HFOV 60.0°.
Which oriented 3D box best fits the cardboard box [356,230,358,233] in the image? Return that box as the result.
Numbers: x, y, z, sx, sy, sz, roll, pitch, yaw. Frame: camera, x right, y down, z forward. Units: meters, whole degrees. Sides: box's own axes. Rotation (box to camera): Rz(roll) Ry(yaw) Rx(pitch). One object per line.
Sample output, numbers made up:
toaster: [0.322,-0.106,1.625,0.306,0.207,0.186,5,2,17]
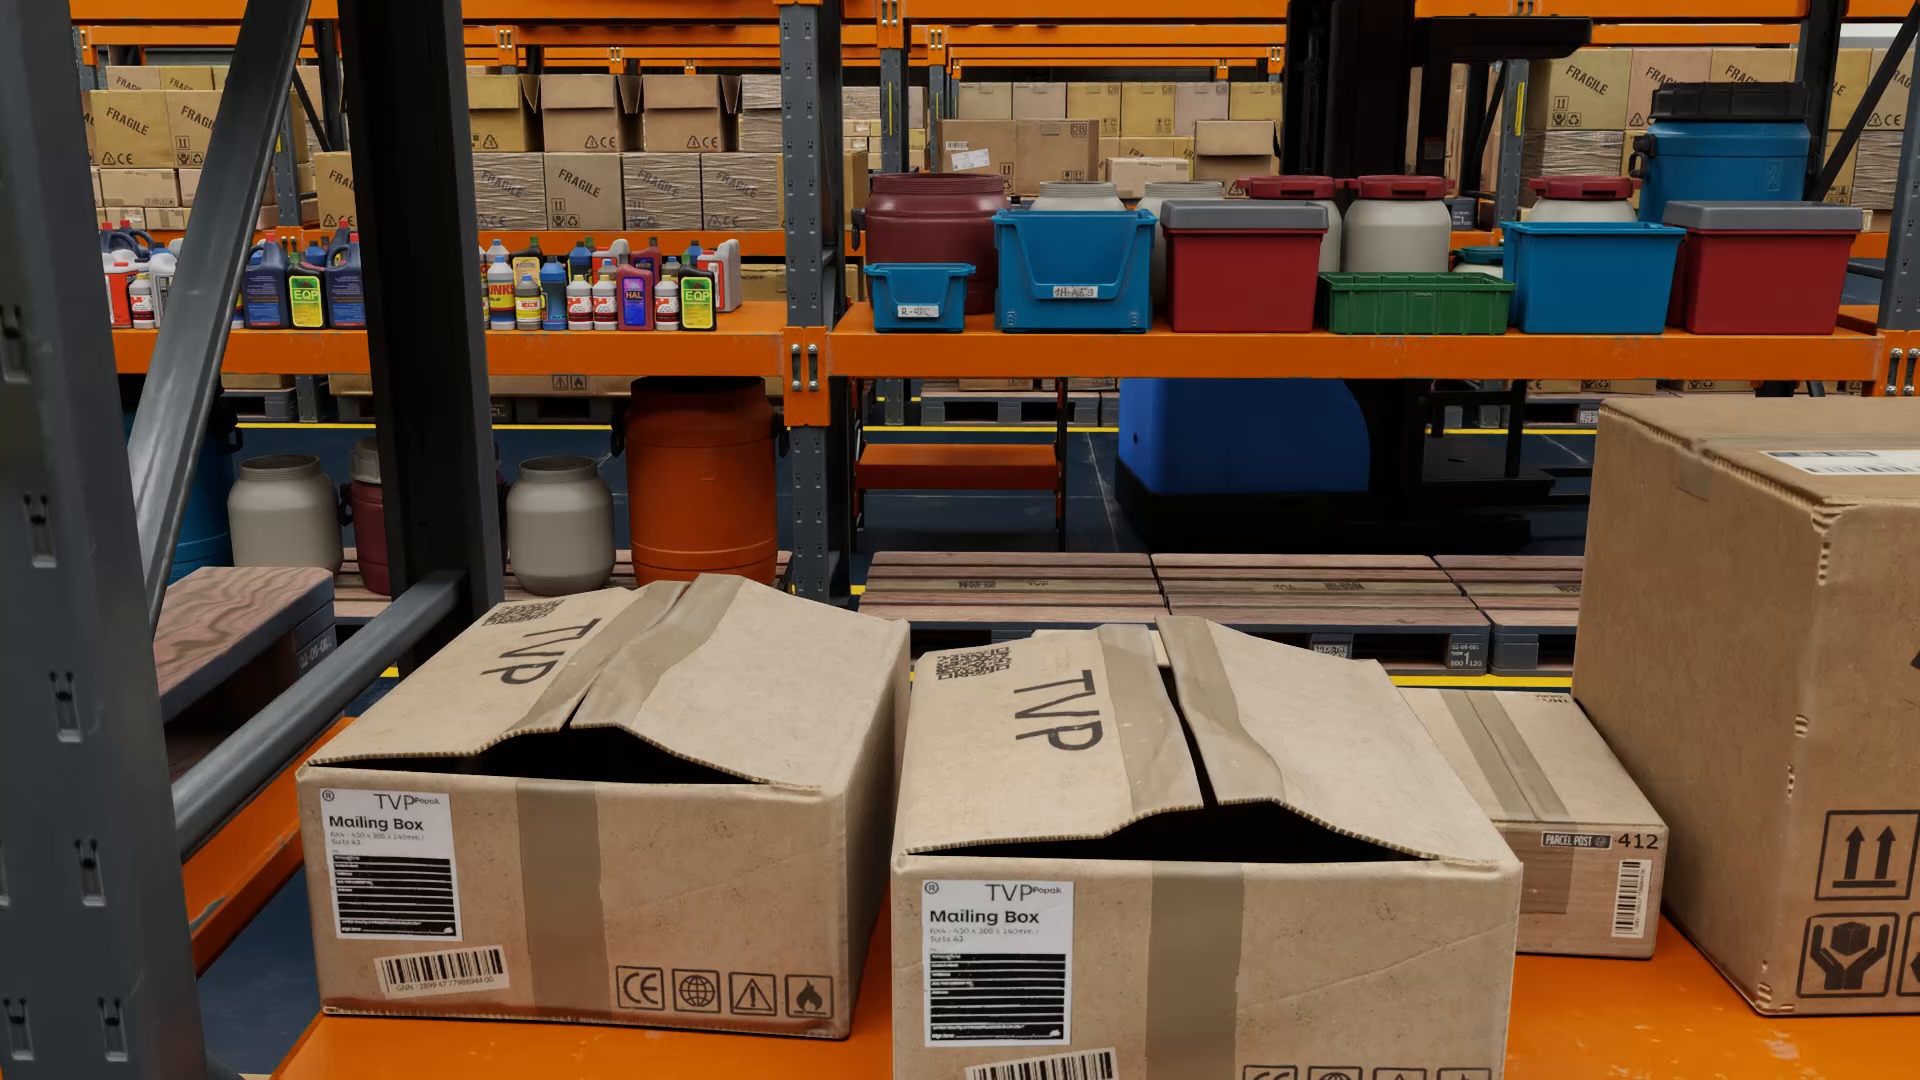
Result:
cardboard box: [-2.400,-1.114,6.780,0.187,0.351,0.147,0,15,1]

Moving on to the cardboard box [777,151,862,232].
cardboard box: [-0.934,-2.333,11.107,0.500,0.500,0.500,1,15,3]

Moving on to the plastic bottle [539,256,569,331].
plastic bottle: [-1.516,-0.921,6.204,0.097,0.271,0.097,0,15,0]

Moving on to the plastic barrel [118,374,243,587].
plastic barrel: [-3.308,-0.284,6.825,0.708,0.901,0.600,0,15,1]

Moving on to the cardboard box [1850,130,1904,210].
cardboard box: [6.012,-2.482,11.089,0.500,0.500,0.875,0,15,1]

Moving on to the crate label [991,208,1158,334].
crate label: [0.426,-1.023,6.269,0.616,0.435,0.502,0,15,1]

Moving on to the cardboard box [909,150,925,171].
cardboard box: [-0.693,-4.736,20.706,0.500,0.250,0.500,0,15,-1]

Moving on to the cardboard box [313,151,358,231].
cardboard box: [-3.979,-2.352,11.180,0.500,0.500,0.500,0,15,2]

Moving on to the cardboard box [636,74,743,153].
cardboard box: [-1.816,-2.892,11.259,0.637,0.503,0.797,1,15,3]

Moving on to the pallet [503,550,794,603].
pallet: [-1.350,0.272,6.894,1.213,0.211,1.003,0,15,1]

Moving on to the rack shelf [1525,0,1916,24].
rack shelf: [3.676,-3.801,13.454,7.905,0.909,6.103,0,15,1]

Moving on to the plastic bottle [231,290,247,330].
plastic bottle: [-2.736,-0.929,6.234,0.097,0.271,0.097,0,15,0]

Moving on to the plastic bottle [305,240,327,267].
plastic bottle: [-2.673,-1.107,6.908,0.097,0.271,0.097,0,15,0]

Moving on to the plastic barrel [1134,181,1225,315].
plastic barrel: [0.894,-1.181,6.716,0.421,0.512,0.421,0,15,0]

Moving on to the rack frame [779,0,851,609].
rack frame: [-0.561,-1.082,6.559,0.127,3.000,1.000,0,15,1]

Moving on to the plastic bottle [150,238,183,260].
plastic bottle: [-3.288,-1.122,6.955,0.135,0.276,0.152,0,15,1]

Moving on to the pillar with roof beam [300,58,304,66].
pillar with roof beam: [-10.838,-8.240,21.933,0.400,9.000,9.100,0,15,1]

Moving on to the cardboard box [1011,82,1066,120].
cardboard box: [0.748,-4.132,15.966,0.500,0.500,0.700,0,15,1]

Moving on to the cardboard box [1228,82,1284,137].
cardboard box: [2.781,-4.119,15.917,0.500,0.500,0.700,0,15,0]

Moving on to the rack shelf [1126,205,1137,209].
rack shelf: [1.793,-3.248,16.181,4.000,0.370,1.077,0,15,1]

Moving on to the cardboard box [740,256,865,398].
cardboard box: [-1.124,-1.530,11.601,0.875,0.875,1.225,0,15,-1]

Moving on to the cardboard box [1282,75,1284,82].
cardboard box: [4.252,-5.463,20.428,0.500,0.500,0.700,0,15,1]

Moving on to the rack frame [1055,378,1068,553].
rack frame: [0.501,-0.541,8.184,0.032,1.125,0.500,0,15,1]

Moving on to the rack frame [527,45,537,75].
rack frame: [-4.205,-3.634,16.234,0.053,2.616,0.949,0,15,1]

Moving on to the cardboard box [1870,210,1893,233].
cardboard box: [6.023,-2.124,11.004,0.250,0.149,0.380,0,15,1]

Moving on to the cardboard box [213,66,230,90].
cardboard box: [-6.738,-4.255,15.849,0.500,0.500,0.500,0,15,0]

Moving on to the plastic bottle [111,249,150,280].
plastic bottle: [-3.177,-0.980,6.418,0.135,0.276,0.152,0,15,1]

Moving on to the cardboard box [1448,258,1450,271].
cardboard box: [4.419,-2.737,16.174,0.875,0.875,0.875,1,15,2]

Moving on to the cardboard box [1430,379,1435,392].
cardboard box: [2.951,-1.332,11.547,0.500,0.500,0.700,-1,15,-3]

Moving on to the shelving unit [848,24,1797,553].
shelving unit: [6.365,-5.304,16.685,13.307,6.000,19.663,0,15,1]

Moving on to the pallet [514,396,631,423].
pallet: [-2.437,-1.029,11.828,1.213,0.211,1.003,0,15,1]

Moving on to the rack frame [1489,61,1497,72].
rack frame: [7.939,-6.086,25.526,0.127,3.000,1.000,0,15,1]

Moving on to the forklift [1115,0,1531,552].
forklift: [20.456,0.445,1.080,37.697,2.843,19.219,-1,15,-5]

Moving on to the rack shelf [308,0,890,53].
rack shelf: [-2.434,-3.460,11.105,4.000,0.370,1.077,0,15,1]

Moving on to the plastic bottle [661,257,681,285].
plastic bottle: [-1.198,-1.079,6.939,0.097,0.201,0.097,0,15,0]

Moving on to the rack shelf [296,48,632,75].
rack shelf: [-6.179,-6.013,20.783,4.000,0.370,1.077,0,15,1]

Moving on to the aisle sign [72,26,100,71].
aisle sign: [-8.285,-4.842,15.716,0.004,0.787,0.394,0,15,1]

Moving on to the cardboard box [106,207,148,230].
cardboard box: [-5.517,-2.173,11.187,0.250,0.149,0.380,1,15,2]

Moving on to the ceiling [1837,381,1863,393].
ceiling: [6.341,-1.290,11.428,0.614,0.500,0.614,0,15,1]

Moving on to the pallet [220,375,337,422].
pallet: [-5.191,-1.047,11.896,1.213,0.211,1.003,0,15,1]

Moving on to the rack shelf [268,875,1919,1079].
rack shelf: [-2.527,-3.786,8.484,11.863,4.752,15.826,0,15,1]

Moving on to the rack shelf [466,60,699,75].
rack shelf: [-6.056,-7.279,25.581,4.000,0.370,1.077,0,15,1]

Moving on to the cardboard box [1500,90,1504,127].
cardboard box: [4.021,-3.061,11.325,0.500,0.500,0.500,0,15,1]

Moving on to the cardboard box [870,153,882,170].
cardboard box: [-0.711,-3.576,15.685,0.250,0.149,0.380,1,15,2]
